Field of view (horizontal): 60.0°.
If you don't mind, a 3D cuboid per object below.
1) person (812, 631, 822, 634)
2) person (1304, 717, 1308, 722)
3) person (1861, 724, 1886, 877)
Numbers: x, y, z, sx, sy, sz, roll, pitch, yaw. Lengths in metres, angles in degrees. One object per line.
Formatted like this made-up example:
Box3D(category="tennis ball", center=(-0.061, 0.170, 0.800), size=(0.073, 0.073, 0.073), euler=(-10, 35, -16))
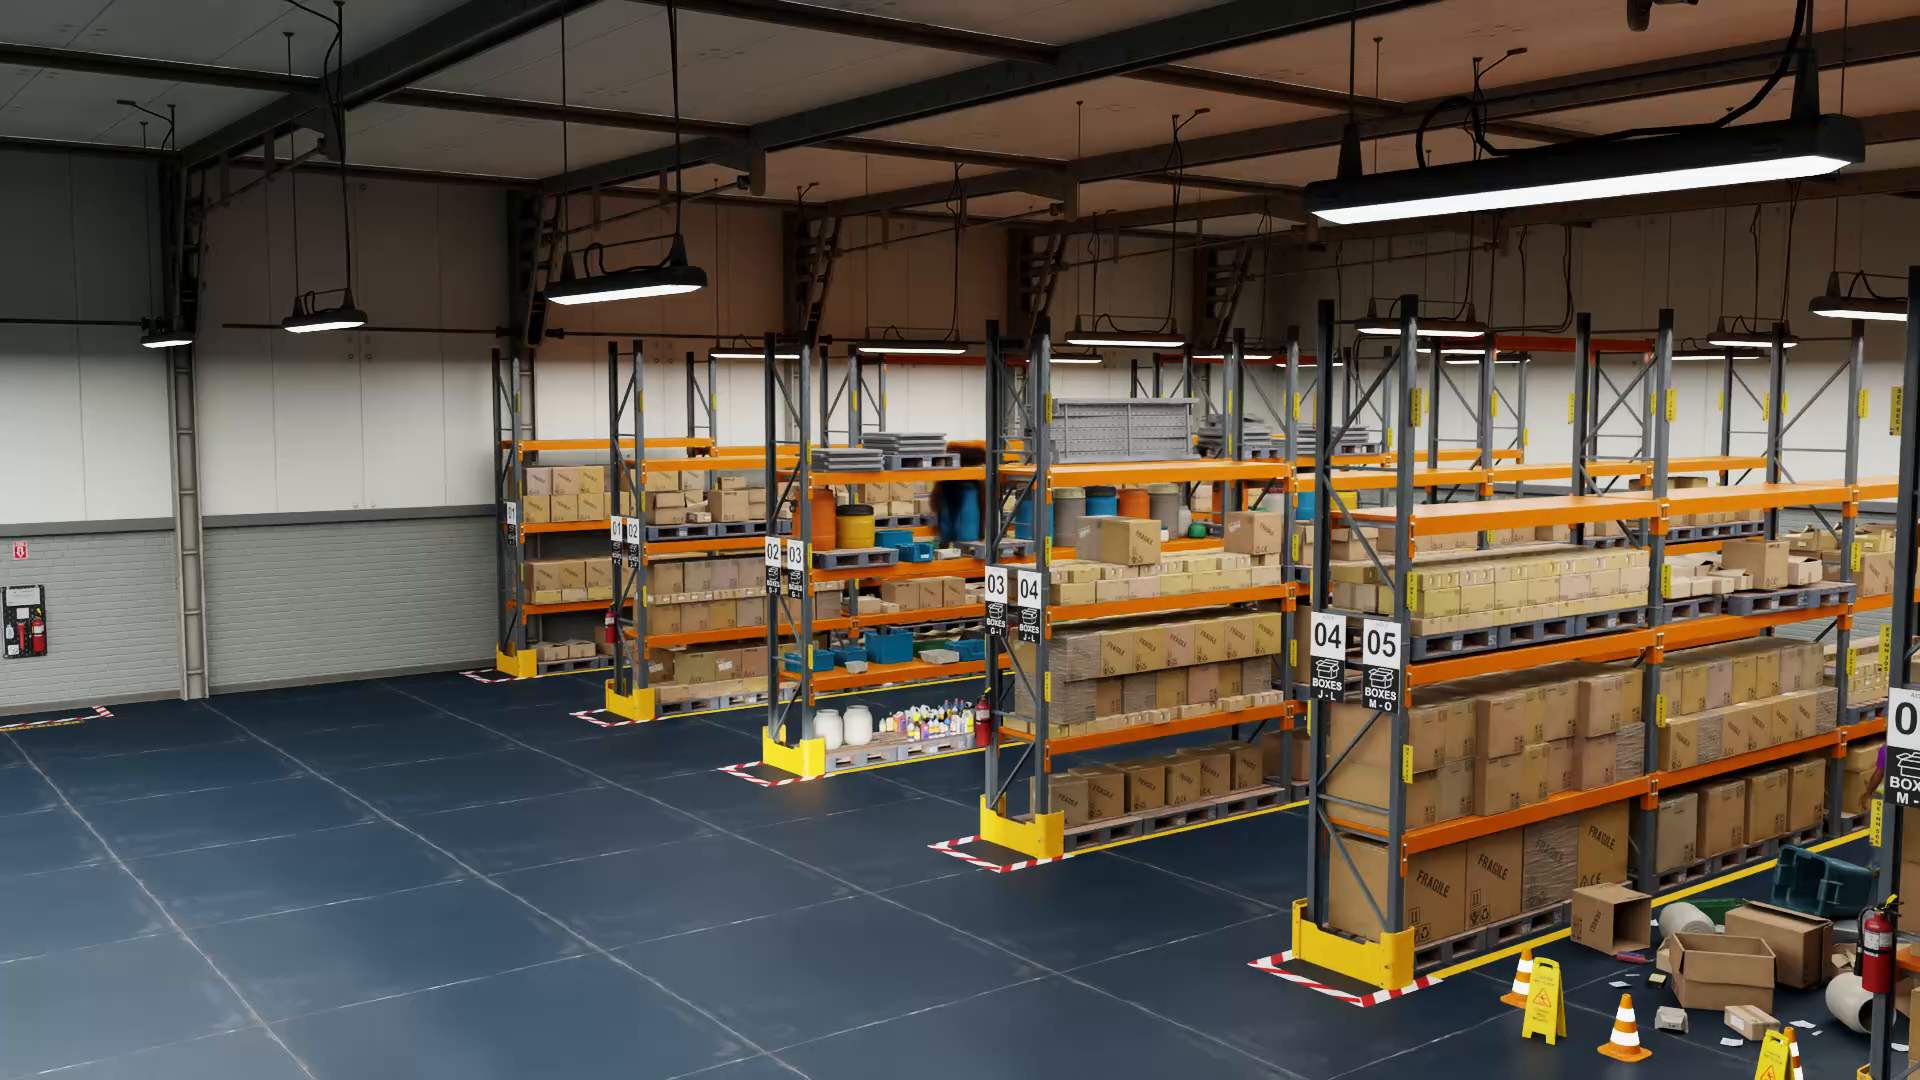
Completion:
Box3D(category="person", center=(-2.709, 1.575, 31.747), size=(0.574, 1.705, 0.618), euler=(3, 6, 29))
Box3D(category="person", center=(5.924, 1.998, 26.398), size=(0.986, 1.772, 0.603), euler=(-4, 6, -36))
Box3D(category="person", center=(9.994, 2.730, 17.812), size=(0.662, 1.782, 0.426), euler=(0, 5, -1))
